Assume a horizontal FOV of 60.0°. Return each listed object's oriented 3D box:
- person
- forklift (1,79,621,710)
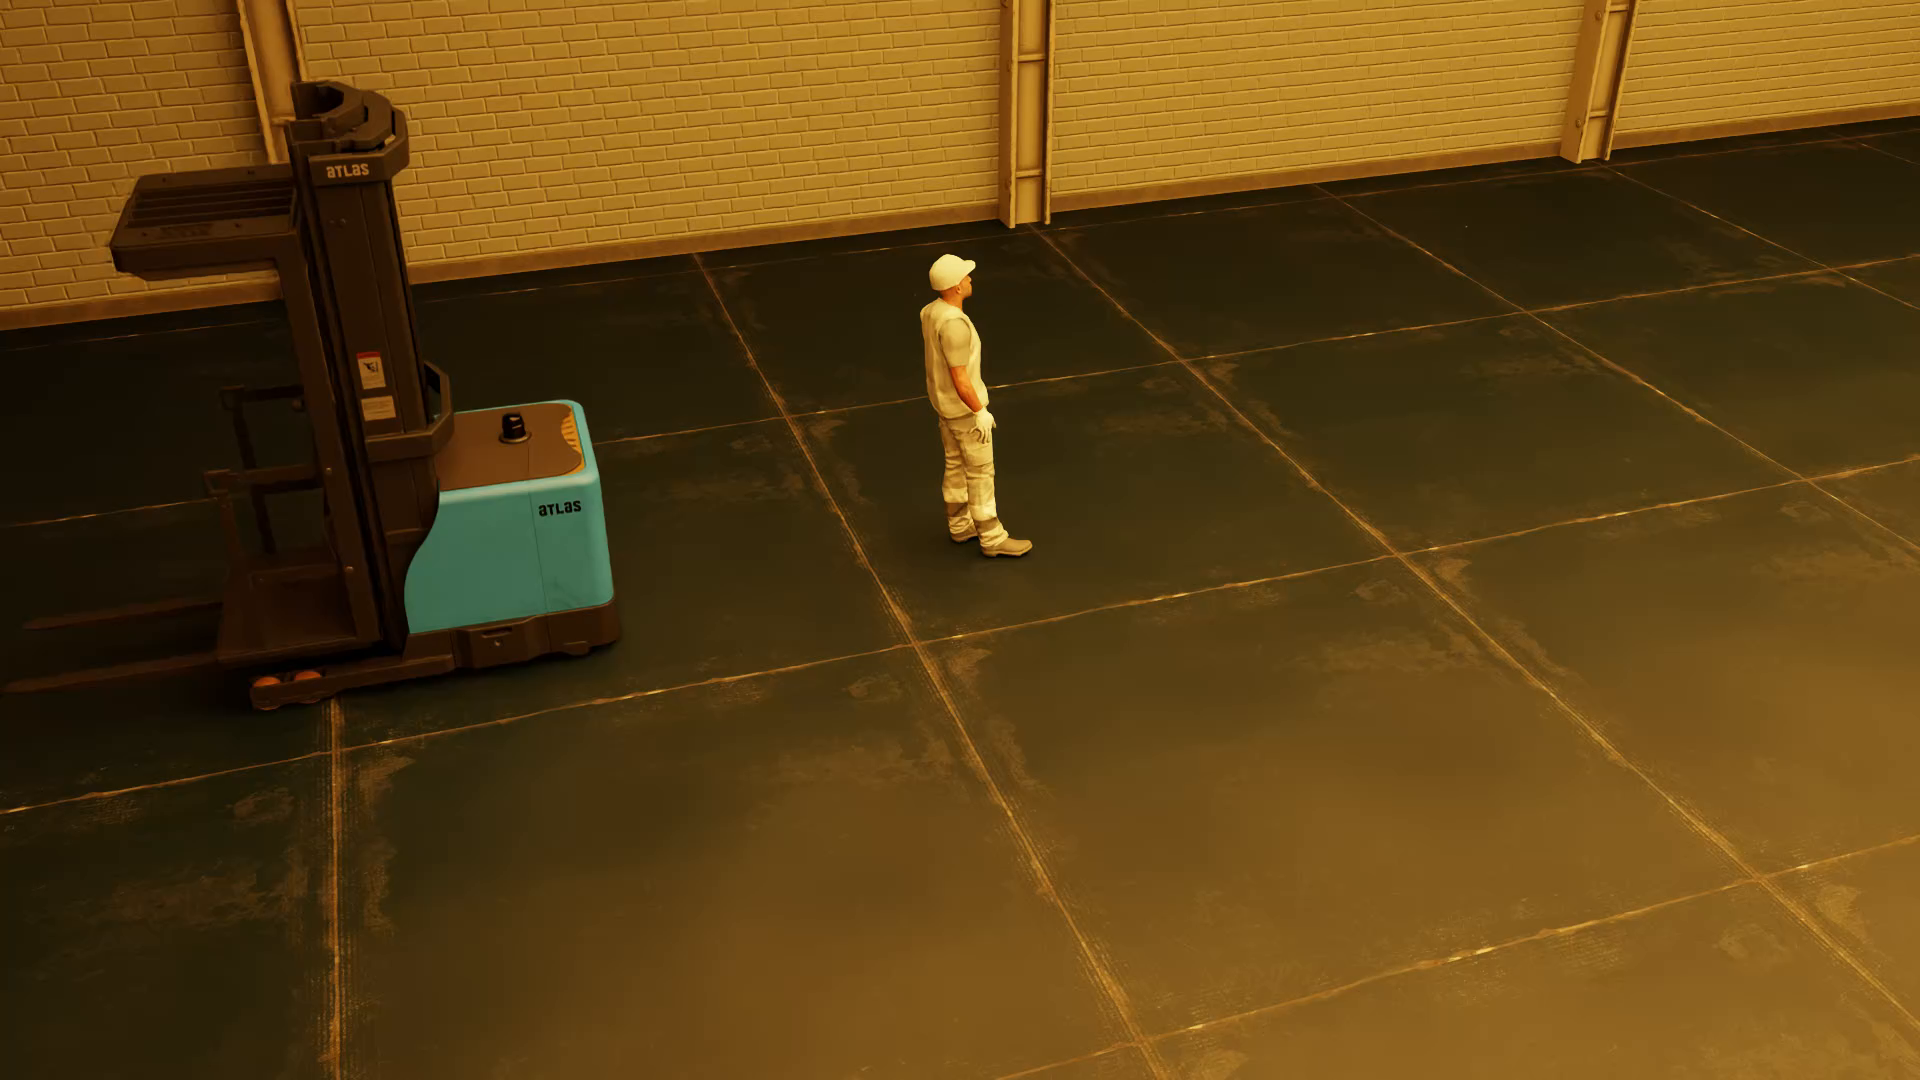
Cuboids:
[{"bbox_3d":[0.080,-0.789,9.588,0.564,1.787,0.637,-10,31,-16],"label":"person"},{"bbox_3d":[-3.412,-0.694,8.293,3.031,2.935,1.130,-9,31,-15],"label":"forklift"}]
